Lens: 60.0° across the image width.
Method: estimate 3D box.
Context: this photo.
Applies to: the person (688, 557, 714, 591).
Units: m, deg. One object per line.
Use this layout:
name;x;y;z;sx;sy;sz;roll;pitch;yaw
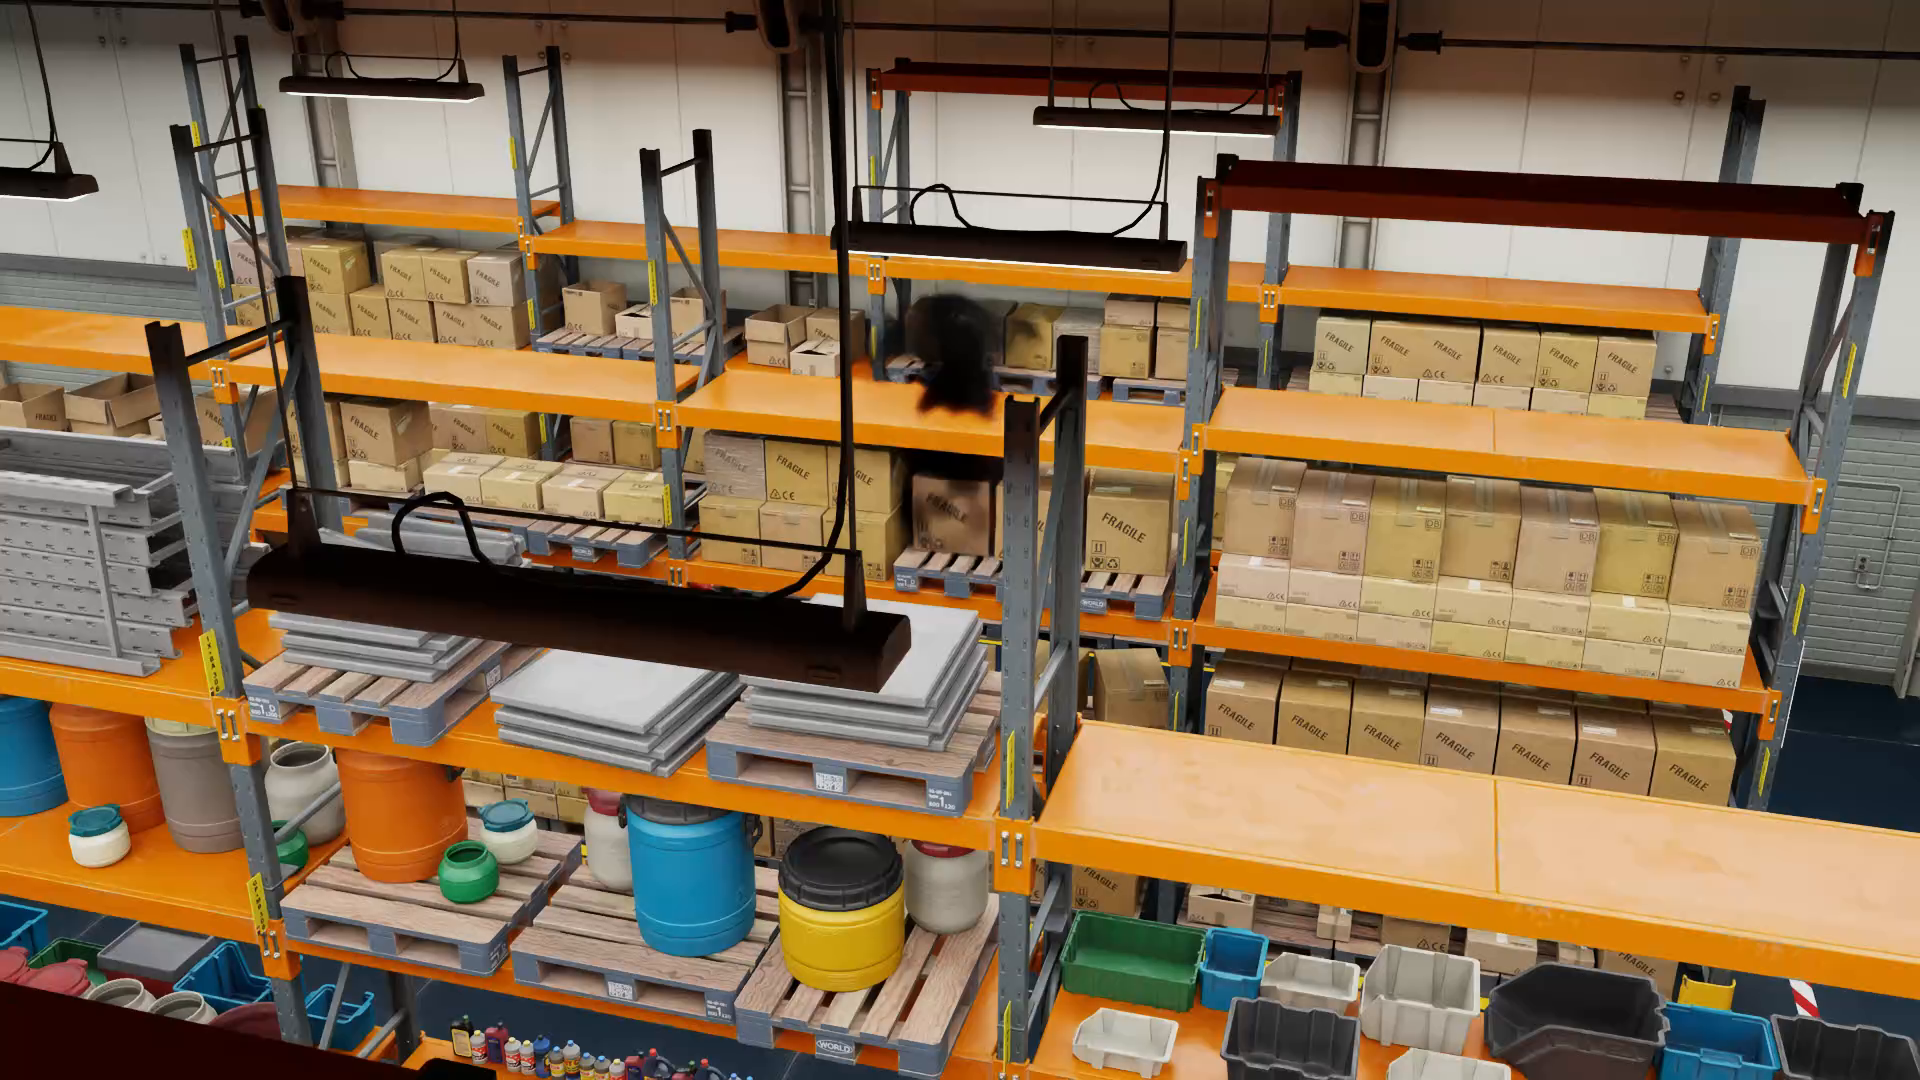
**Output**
person;-2.564;0.862;16.513;0.981;1.711;0.668;-2;23;-4
